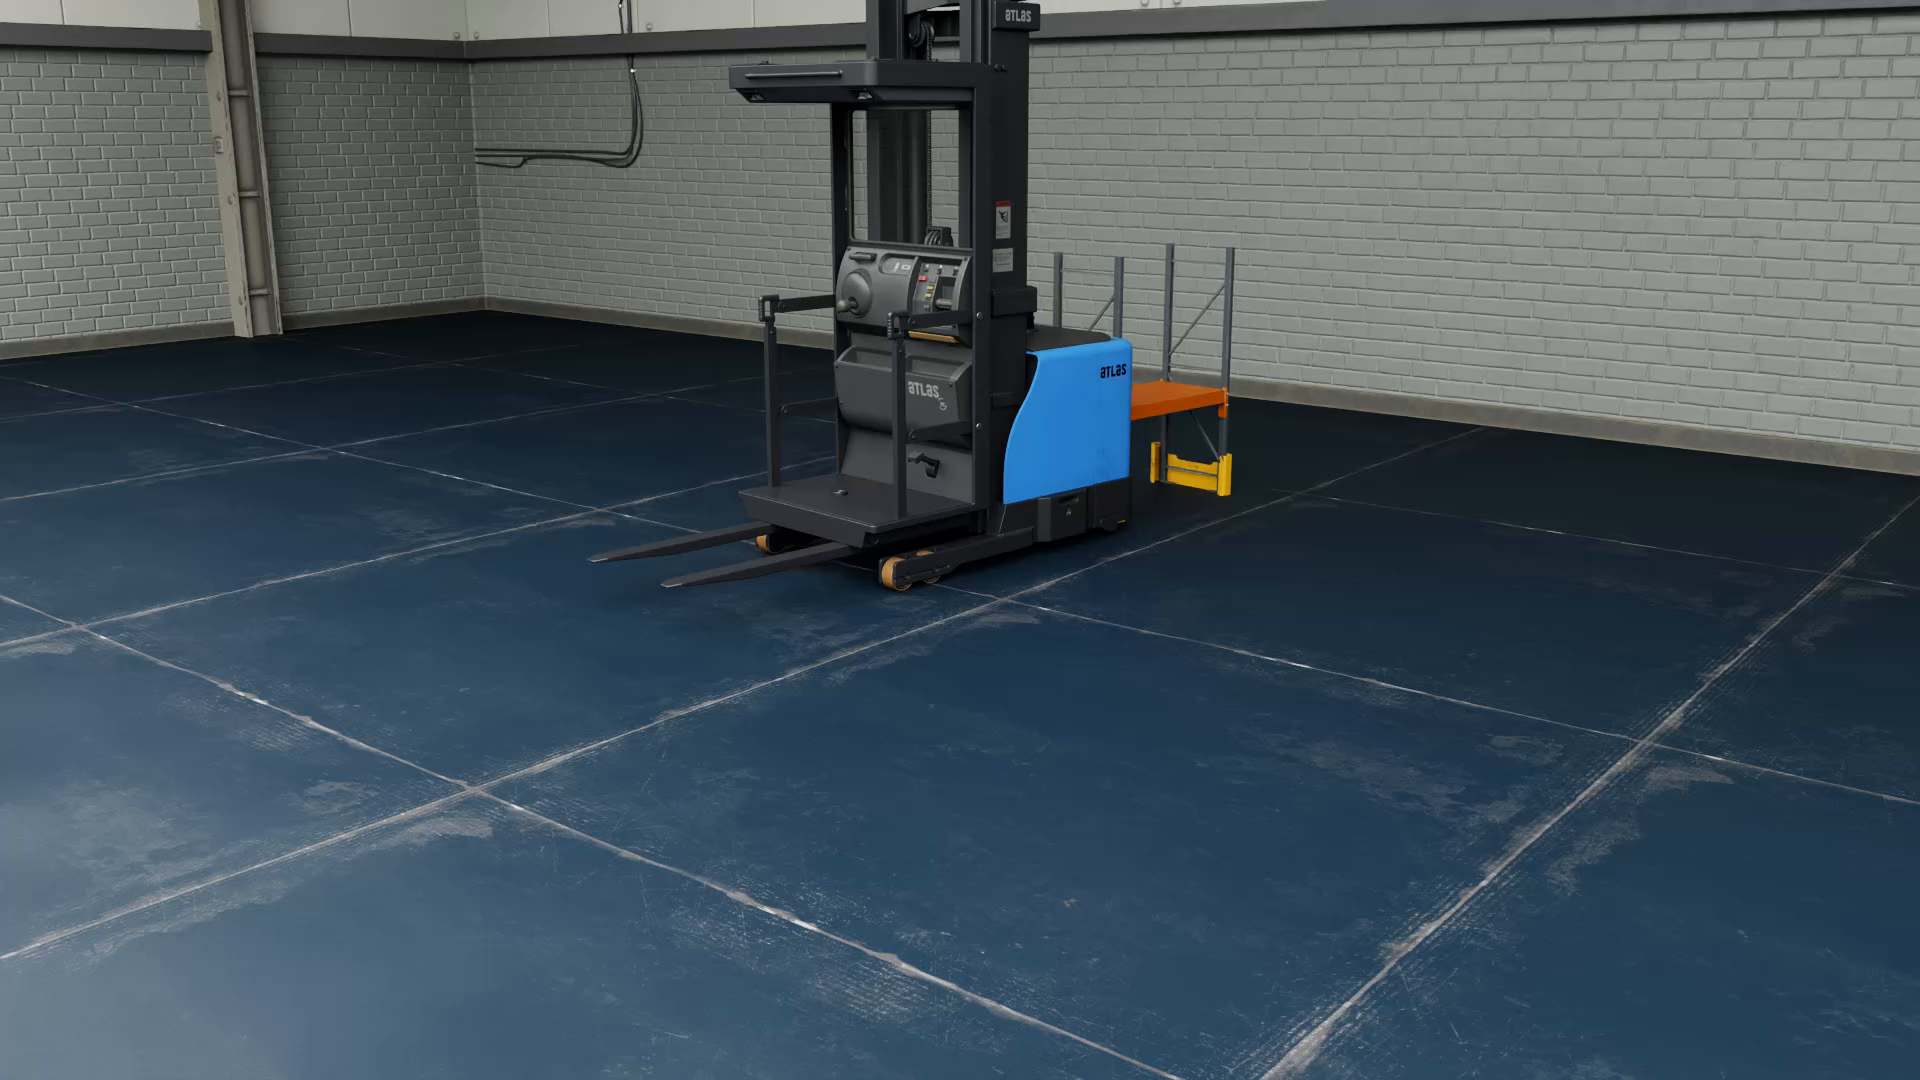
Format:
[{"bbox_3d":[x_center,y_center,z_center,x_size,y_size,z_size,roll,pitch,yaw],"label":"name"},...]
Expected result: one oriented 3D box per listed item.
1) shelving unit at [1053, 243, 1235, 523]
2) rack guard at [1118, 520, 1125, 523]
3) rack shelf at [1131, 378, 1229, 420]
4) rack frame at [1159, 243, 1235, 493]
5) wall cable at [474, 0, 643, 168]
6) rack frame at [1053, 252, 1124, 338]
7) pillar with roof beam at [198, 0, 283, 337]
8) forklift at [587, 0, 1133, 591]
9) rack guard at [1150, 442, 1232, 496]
[{"bbox_3d":[1.080,-0.967,9.882,1.083,1.500,0.587,-14,20,-43],"label":"shelving unit"},{"bbox_3d":[0.723,-0.275,9.699,0.087,0.250,0.587,-14,20,-43],"label":"rack guard"},{"bbox_3d":[1.086,-0.794,9.933,1.000,0.185,0.538,-14,20,-43],"label":"rack shelf"},{"bbox_3d":[1.450,-1.056,10.232,0.032,1.500,0.500,-14,20,-43],"label":"rack frame"},{"bbox_3d":[-4.611,-5.411,18.454,3.097,2.526,0.112,11,18,38],"label":"wall cable"},{"bbox_3d":[0.723,-0.881,9.544,0.032,1.500,0.500,-14,20,-43],"label":"rack frame"},{"bbox_3d":[-4.143,-5.890,14.034,9.100,9.000,0.400,11,18,38],"label":"pillar with roof beam"},{"bbox_3d":[-0.447,-1.314,8.342,3.031,2.935,1.130,-13,19,-42],"label":"forklift"},{"bbox_3d":[1.436,-0.447,10.373,0.087,0.250,0.587,-14,20,-43],"label":"rack guard"}]
